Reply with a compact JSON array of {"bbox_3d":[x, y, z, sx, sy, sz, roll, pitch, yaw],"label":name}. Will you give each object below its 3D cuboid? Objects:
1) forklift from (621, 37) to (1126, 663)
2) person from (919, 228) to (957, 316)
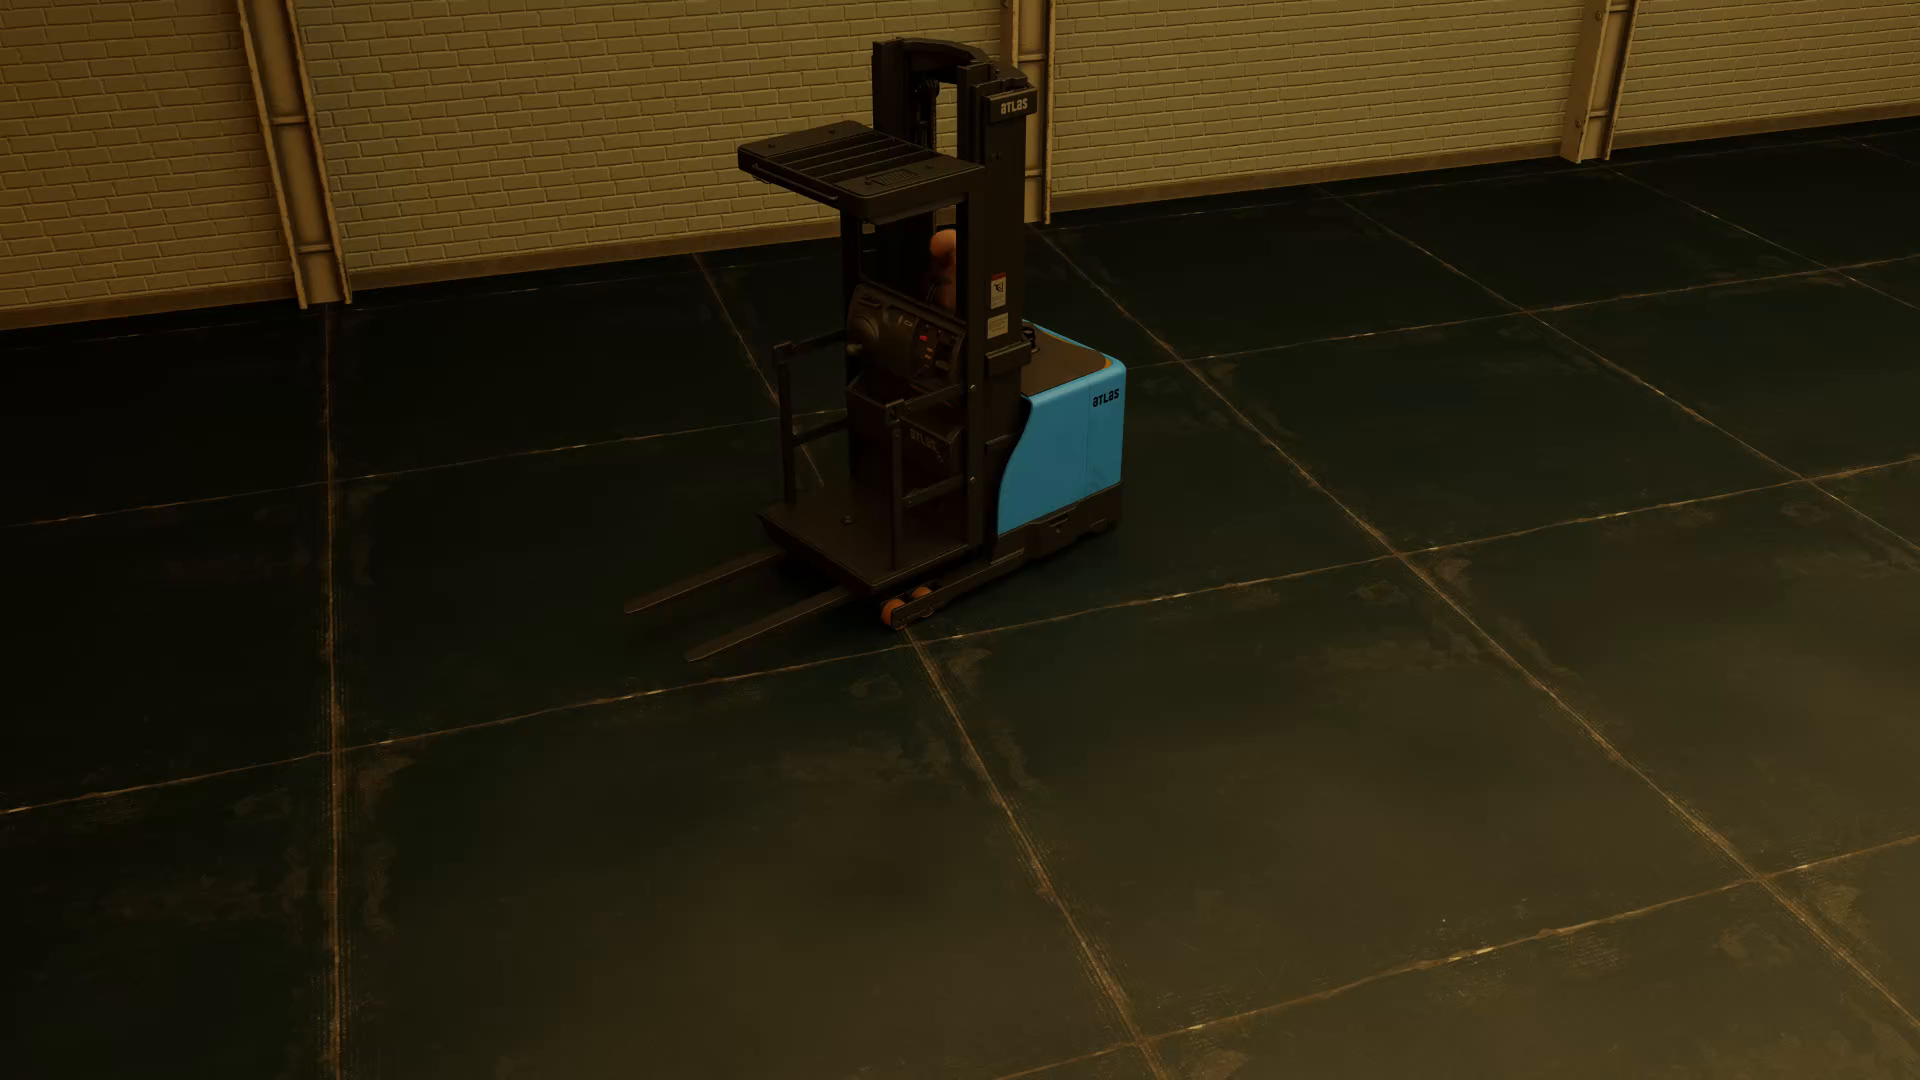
[{"bbox_3d":[-0.461,-1.072,8.951,3.031,2.935,1.130,-23,37,-34],"label":"forklift"},{"bbox_3d":[0.031,-0.950,9.486,0.447,1.708,0.692,-10,31,-16],"label":"person"}]
